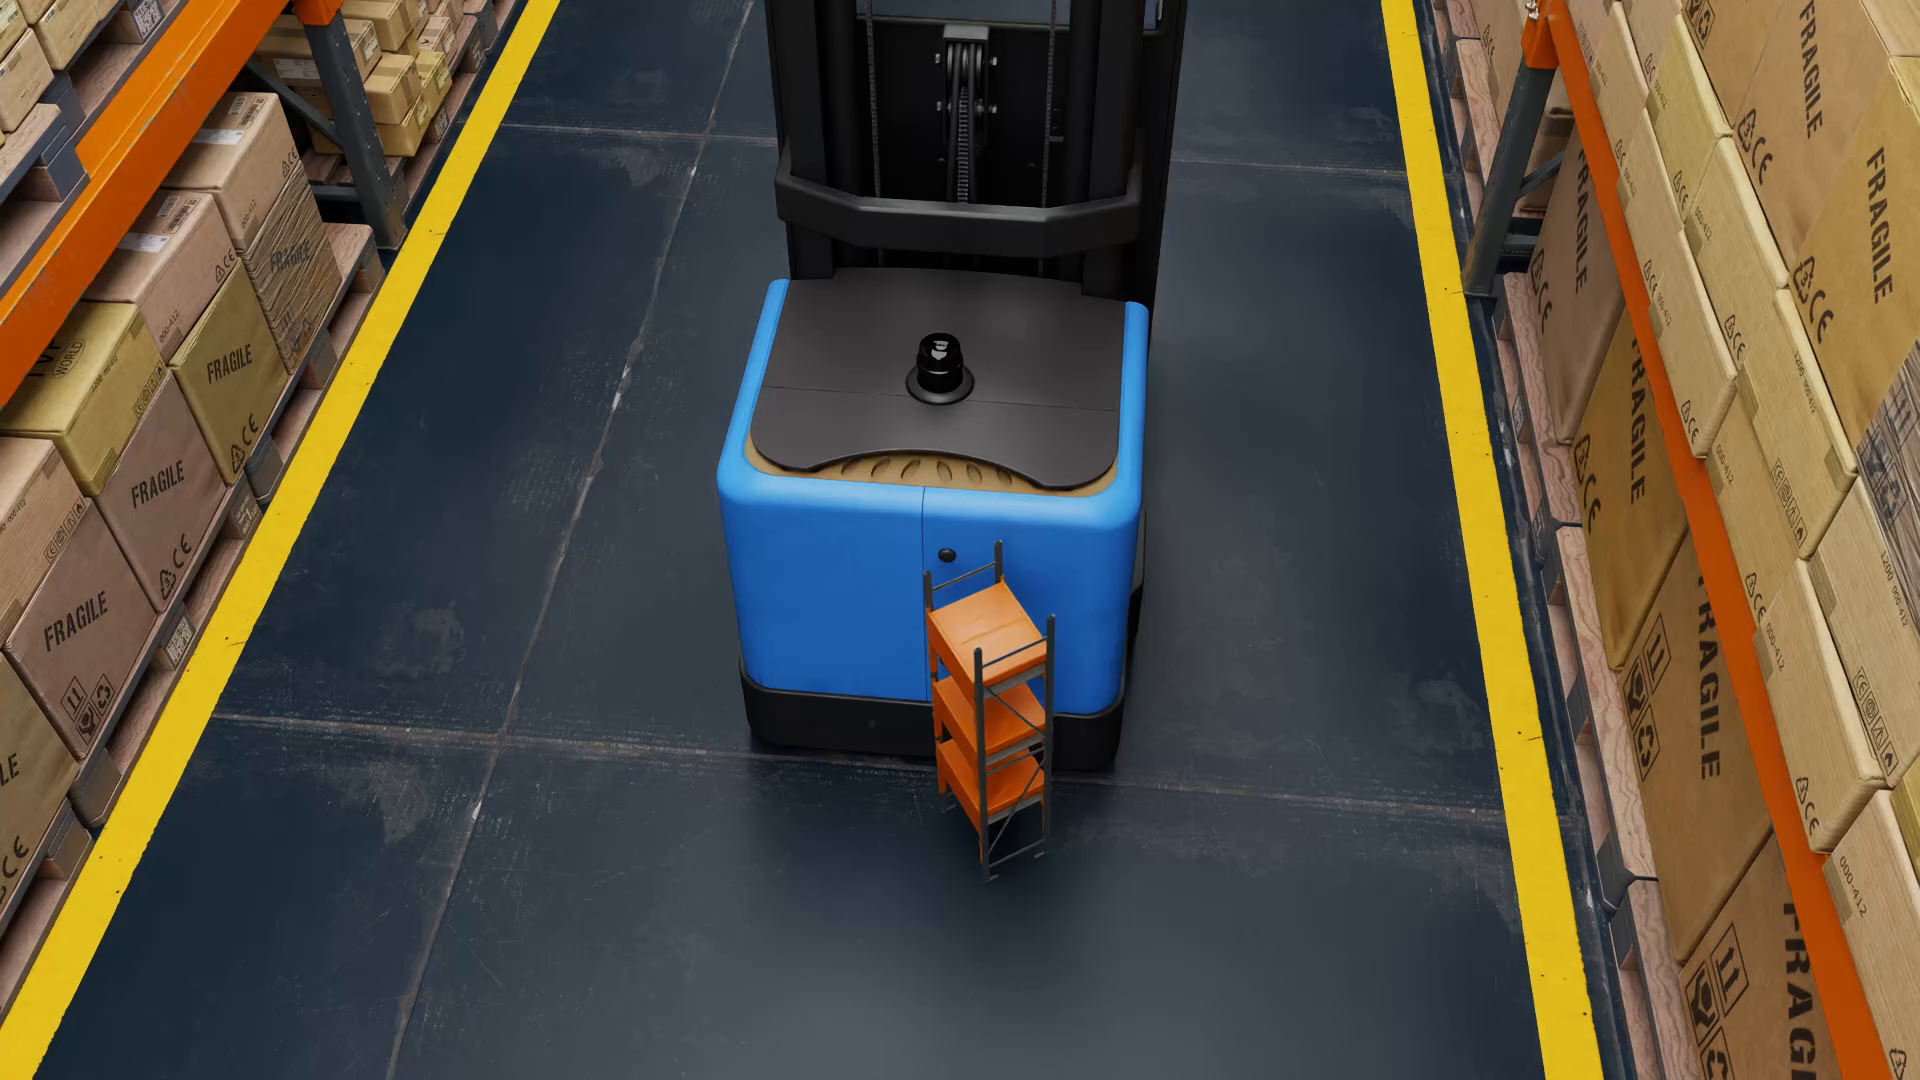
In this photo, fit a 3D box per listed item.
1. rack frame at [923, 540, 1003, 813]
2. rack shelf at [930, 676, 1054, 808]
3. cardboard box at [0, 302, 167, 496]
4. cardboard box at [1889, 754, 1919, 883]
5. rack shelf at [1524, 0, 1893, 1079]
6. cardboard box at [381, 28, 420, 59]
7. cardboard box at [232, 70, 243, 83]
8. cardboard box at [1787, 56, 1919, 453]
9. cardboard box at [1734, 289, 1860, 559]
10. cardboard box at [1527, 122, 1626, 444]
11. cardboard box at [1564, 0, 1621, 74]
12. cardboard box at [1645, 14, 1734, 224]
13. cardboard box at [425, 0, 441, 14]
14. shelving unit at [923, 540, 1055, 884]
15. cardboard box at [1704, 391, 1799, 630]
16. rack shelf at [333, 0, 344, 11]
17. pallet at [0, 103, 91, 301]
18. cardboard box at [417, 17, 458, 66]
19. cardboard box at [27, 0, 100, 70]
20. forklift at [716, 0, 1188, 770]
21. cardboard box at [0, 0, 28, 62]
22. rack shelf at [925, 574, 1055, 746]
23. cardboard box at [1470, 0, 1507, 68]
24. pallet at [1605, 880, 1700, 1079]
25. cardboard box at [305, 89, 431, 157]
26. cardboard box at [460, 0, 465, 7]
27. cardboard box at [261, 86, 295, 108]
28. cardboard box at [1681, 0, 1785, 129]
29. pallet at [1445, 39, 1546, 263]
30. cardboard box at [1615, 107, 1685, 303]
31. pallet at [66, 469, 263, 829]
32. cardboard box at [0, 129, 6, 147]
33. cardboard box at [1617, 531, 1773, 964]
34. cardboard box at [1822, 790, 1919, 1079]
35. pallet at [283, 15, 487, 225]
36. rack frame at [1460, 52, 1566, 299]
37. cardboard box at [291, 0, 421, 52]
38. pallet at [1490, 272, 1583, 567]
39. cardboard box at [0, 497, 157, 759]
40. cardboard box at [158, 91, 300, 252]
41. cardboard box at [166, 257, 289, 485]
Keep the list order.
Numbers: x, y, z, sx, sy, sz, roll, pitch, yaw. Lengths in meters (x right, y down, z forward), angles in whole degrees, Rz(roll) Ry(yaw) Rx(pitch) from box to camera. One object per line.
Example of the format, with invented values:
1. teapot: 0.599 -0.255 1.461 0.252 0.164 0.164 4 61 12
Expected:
1. rack frame: 0.022 0.374 4.180 0.200 1.050 0.008 -23 53 -16
2. rack shelf: 0.079 0.463 4.118 0.215 0.259 0.240 -23 53 -16
3. cardboard box: -2.509 -0.389 4.474 0.500 0.250 0.500 2 48 2
4. cardboard box: 1.766 0.538 2.488 0.500 0.250 0.500 4 48 3
5. rack shelf: 2.157 -0.198 3.885 1.077 0.370 4.000 4 48 4
6. cardboard box: -2.314 -1.885 6.387 0.380 0.149 0.250 4 48 4
7. cardboard box: -2.826 -1.828 6.133 0.380 0.149 0.250 5 48 5
8. cardboard box: 1.852 -0.481 2.912 0.500 0.500 0.500 4 48 4
9. cardboard box: 1.836 -0.216 3.178 0.500 0.250 0.500 3 48 3
10. cardboard box: 2.363 -0.874 5.172 0.875 0.875 0.875 5 48 5
11. cardboard box: 2.037 -1.554 4.740 0.500 0.250 0.500 3 48 3
12. cardboard box: 1.927 -0.970 3.867 0.500 0.250 0.500 4 48 4
13. cardboard box: -2.300 -2.265 6.735 0.380 0.149 0.250 2 48 2
14. shelving unit: 0.079 0.456 4.110 0.215 1.050 0.252 -23 53 -16
15. cardboard box: 1.856 -0.055 3.369 0.500 0.250 0.500 3 48 3
16. rack shelf: -2.417 -3.396 6.810 1.077 0.370 4.000 4 48 4
17. pallet: -2.824 -0.622 3.916 1.003 0.211 1.213 4 48 4
18. cardboard box: -2.251 -1.976 6.672 0.380 0.149 0.250 4 48 3
19. cardboard box: -2.509 -1.362 4.349 0.380 0.149 0.250 2 48 2
20. forklift: 0.064 -1.452 4.591 1.130 2.935 3.031 4 48 4
21. cardboard box: -2.532 -1.252 4.047 0.380 0.149 0.250 2 48 2
22. rack shelf: 0.070 0.282 3.900 0.215 0.259 0.240 -23 53 -16
23. cardboard box: 2.585 -2.299 6.772 0.875 0.438 0.875 3 48 2
24. pallet: 2.122 1.396 3.830 1.003 0.211 1.213 4 48 4
25. cardboard box: -2.246 -1.594 6.323 0.380 0.149 0.250 2 48 2
26. cardboard box: -2.288 -2.366 7.028 0.380 0.149 0.250 2 48 2
27. cardboard box: -2.795 -1.845 6.552 0.380 0.149 0.250 5 48 5
28. cardboard box: 1.946 -1.233 3.600 0.500 0.500 0.500 3 48 3
29. pallet: 2.487 -1.522 6.499 1.003 0.211 1.213 4 48 4
30. cardboard box: 1.929 -0.798 4.049 0.500 0.250 0.500 4 48 3
31. pallet: -2.777 0.244 4.884 1.003 0.211 1.213 4 48 4
32. cardboard box: -2.553 -0.963 3.984 0.380 0.149 0.250 6 48 5
33. cardboard box: 2.206 0.448 3.963 0.875 0.875 0.875 4 48 4
34. cardboard box: 1.763 0.691 2.687 0.500 0.250 0.500 2 48 2
35. pallet: -2.573 -1.723 6.683 1.003 0.211 1.213 4 48 4
36. rack frame: 2.340 -1.910 4.964 1.000 3.000 0.127 4 48 4
37. cardboard box: -2.277 -1.987 6.278 0.380 0.149 0.250 6 48 5
38. pallet: 2.344 -0.397 5.470 1.003 0.211 1.213 4 48 4
39. cardboard box: -2.560 0.223 4.423 0.500 0.500 0.500 3 48 3
40. cardboard box: -2.415 -1.155 5.175 0.500 0.250 0.500 3 48 2
41. cardboard box: -2.463 -0.529 5.110 0.500 0.500 0.500 3 48 3
